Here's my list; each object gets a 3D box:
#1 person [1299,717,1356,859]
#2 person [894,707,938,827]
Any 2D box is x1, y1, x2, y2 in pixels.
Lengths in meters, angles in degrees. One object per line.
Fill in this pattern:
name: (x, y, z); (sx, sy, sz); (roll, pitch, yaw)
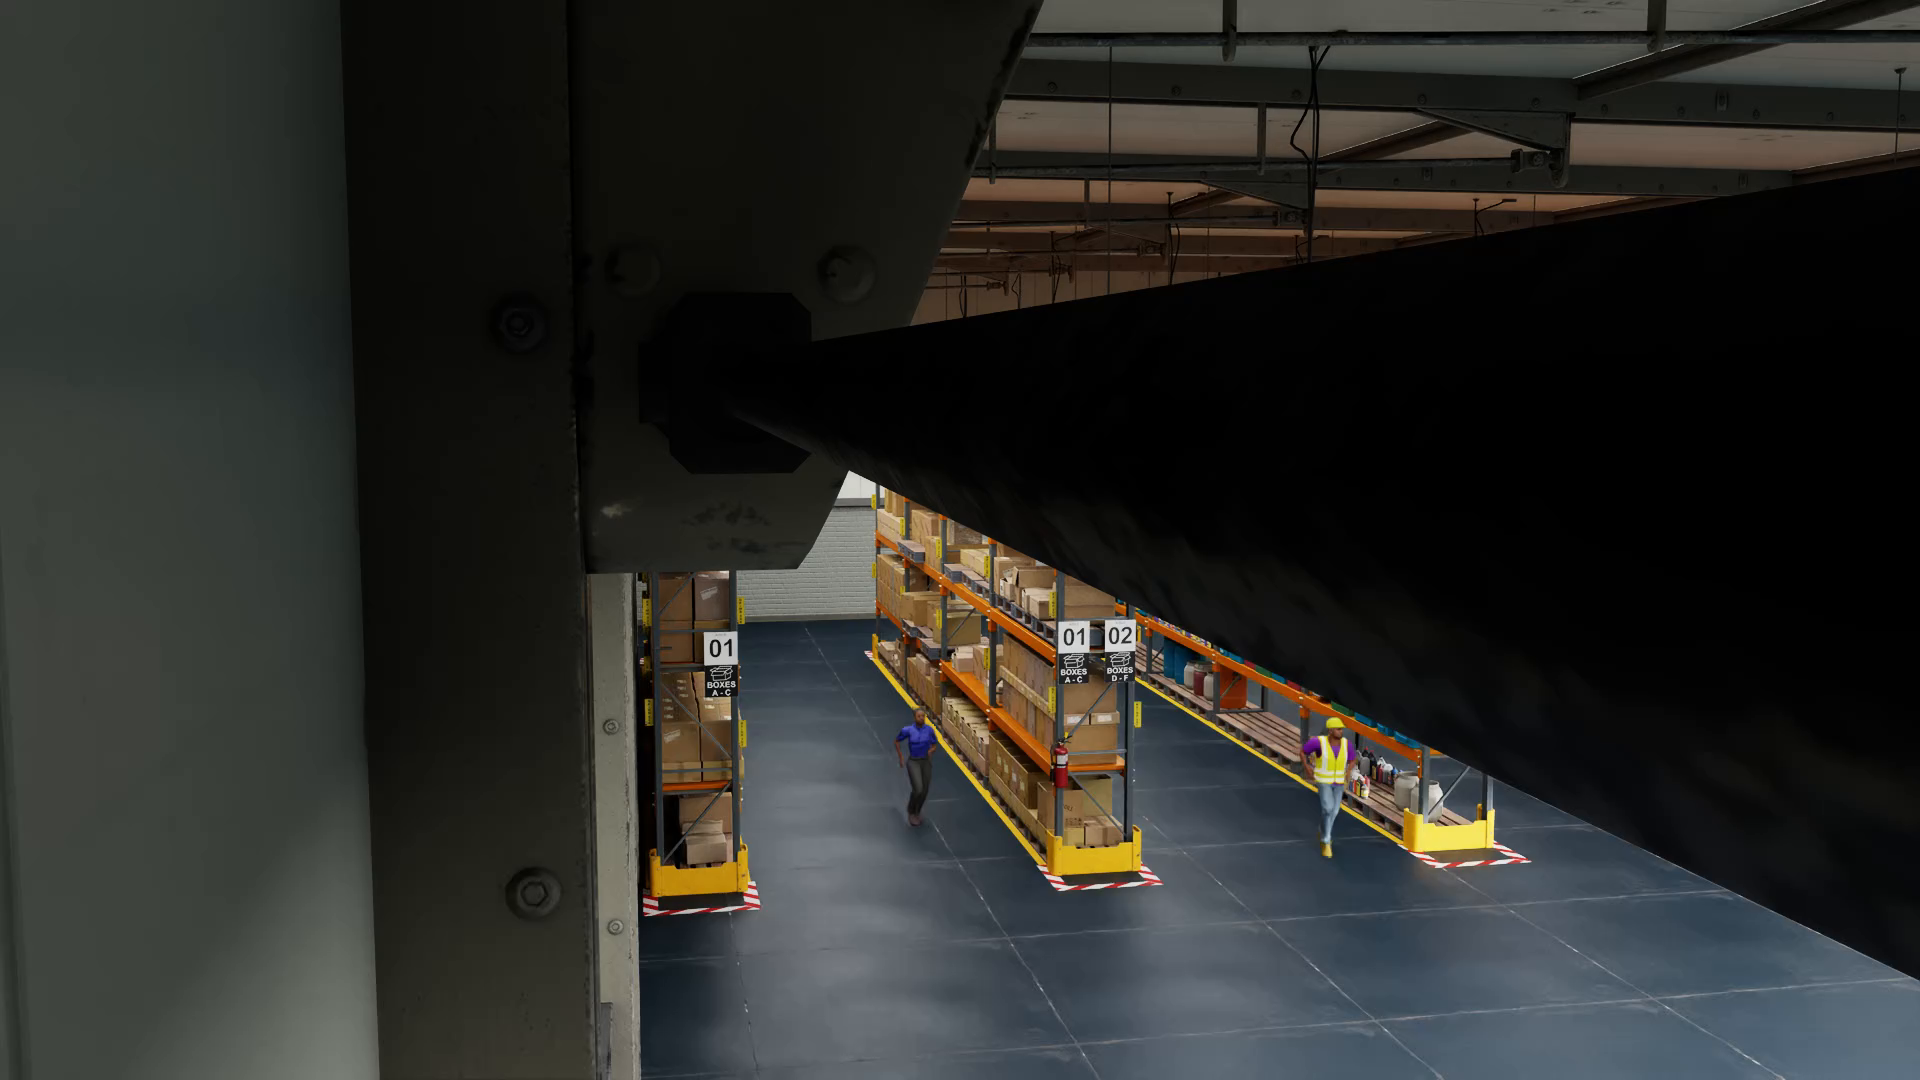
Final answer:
person: (4.885, 3.224, 21.889); (0.704, 1.801, 0.770); (-1, 6, -13)
person: (-0.569, 3.133, 23.053); (0.546, 1.622, 0.676); (-3, 6, -23)
